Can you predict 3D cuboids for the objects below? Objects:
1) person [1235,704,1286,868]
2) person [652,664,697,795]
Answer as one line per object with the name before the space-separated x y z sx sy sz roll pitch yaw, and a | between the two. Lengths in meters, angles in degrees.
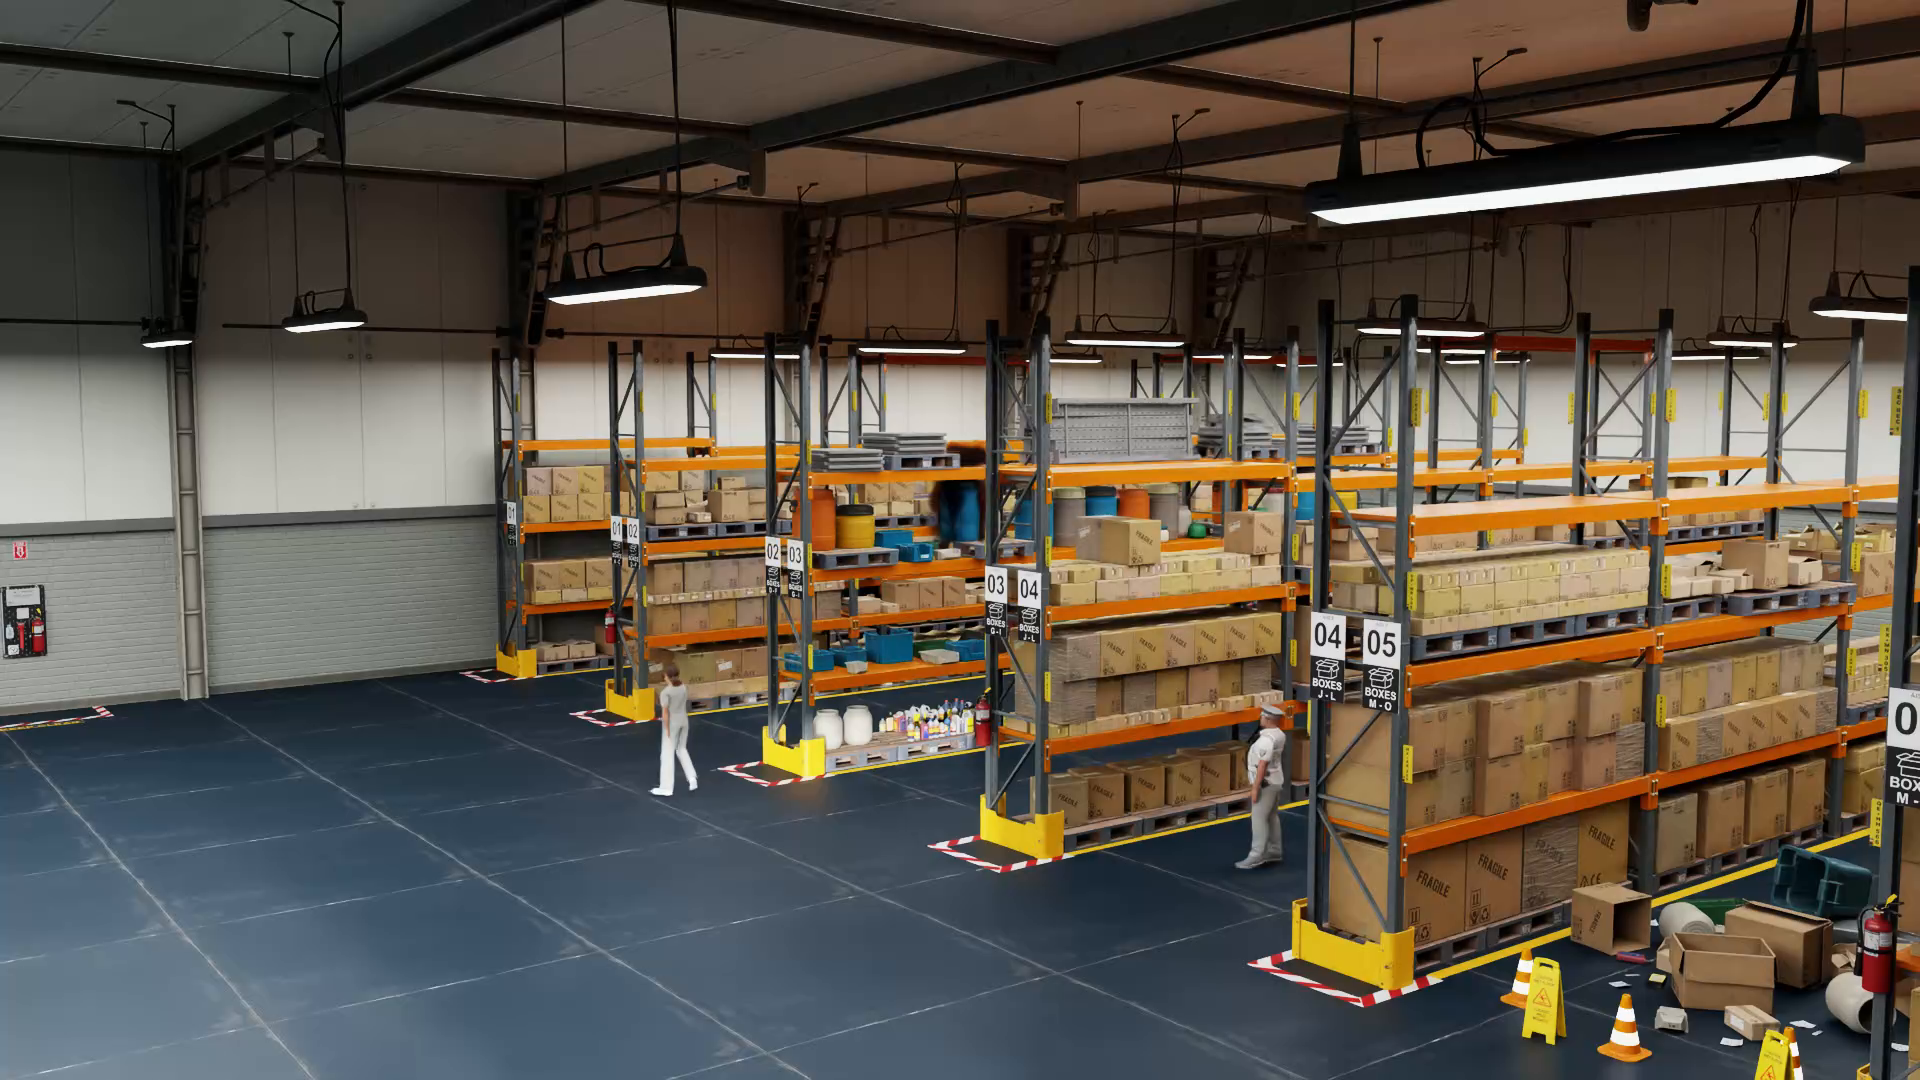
person | 3.297 2.690 18.251 0.523 1.796 0.556 1 5 12
person | -3.657 2.430 21.437 0.436 1.676 0.530 4 6 38
